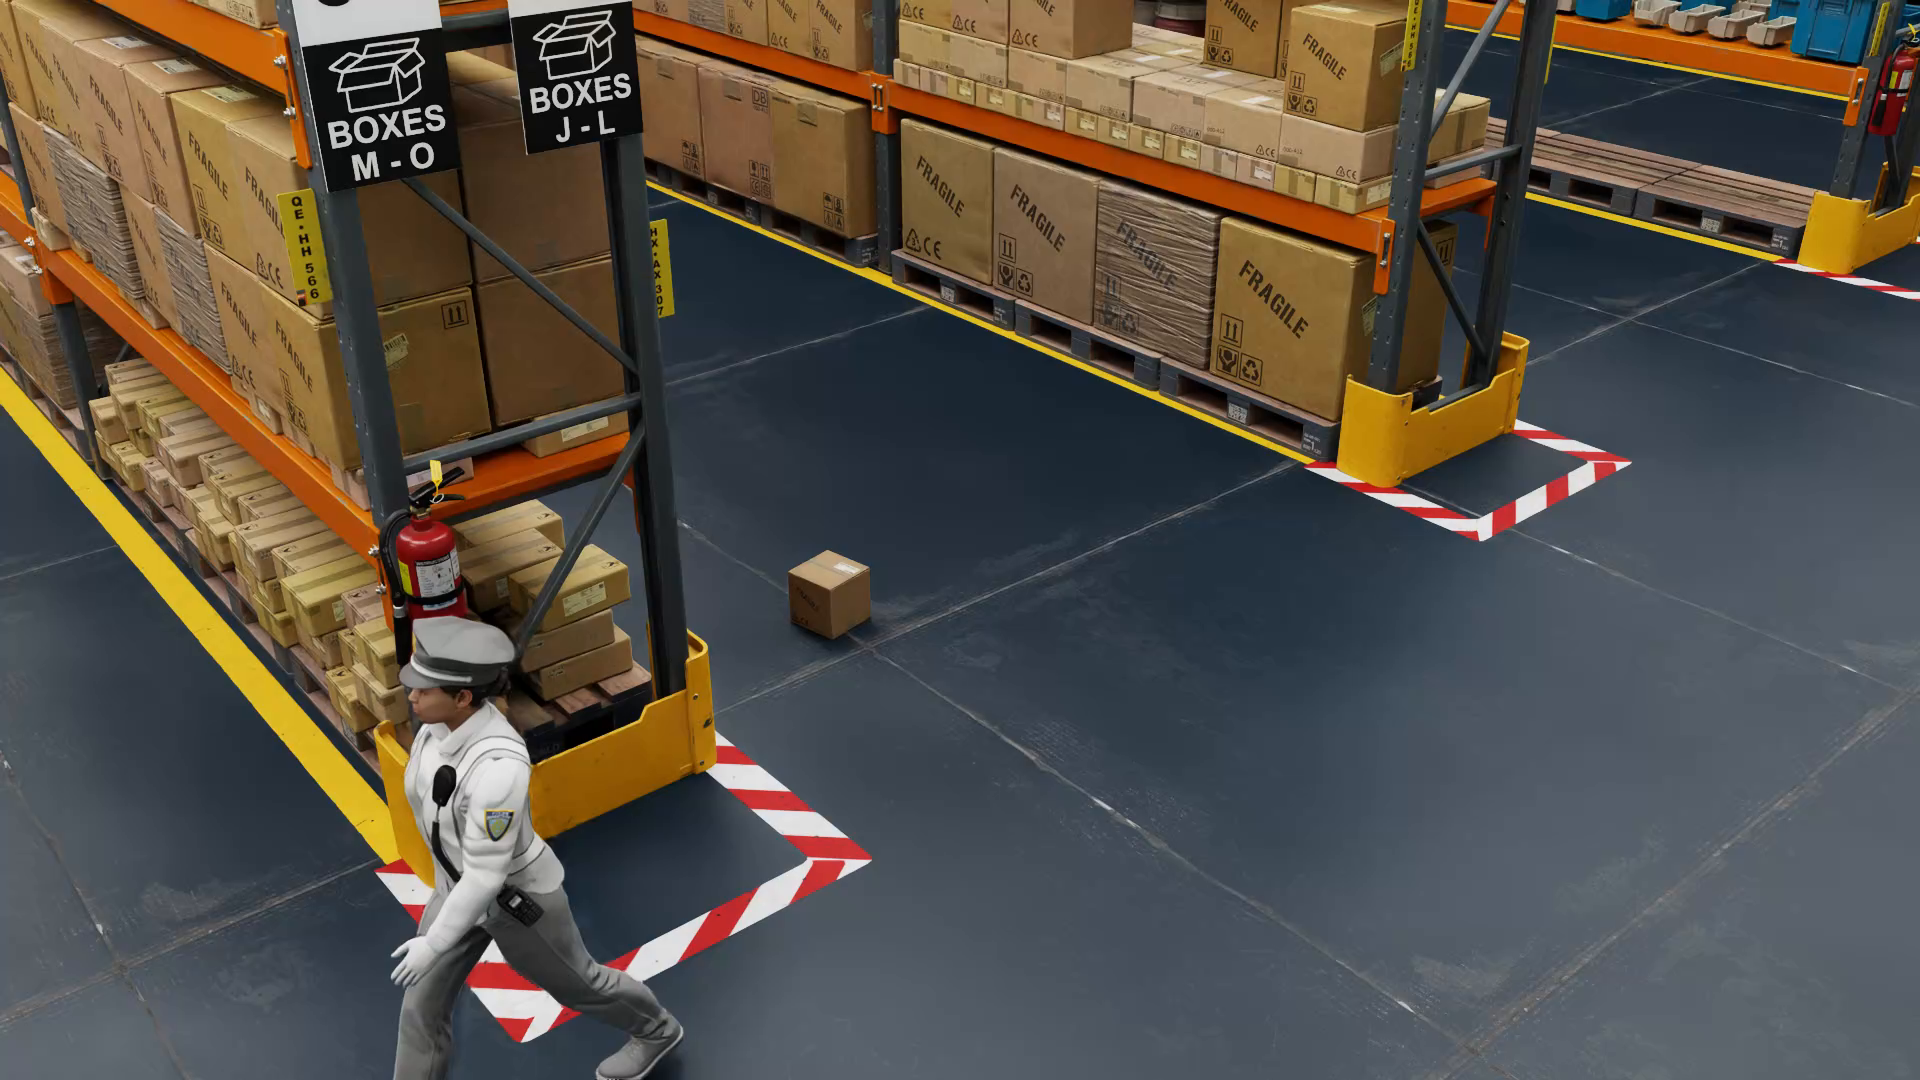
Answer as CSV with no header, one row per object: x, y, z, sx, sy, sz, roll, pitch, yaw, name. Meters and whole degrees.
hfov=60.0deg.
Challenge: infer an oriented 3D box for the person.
-1.275,0.931,4.353,1.027,1.615,0.479,-23,36,-36,person
